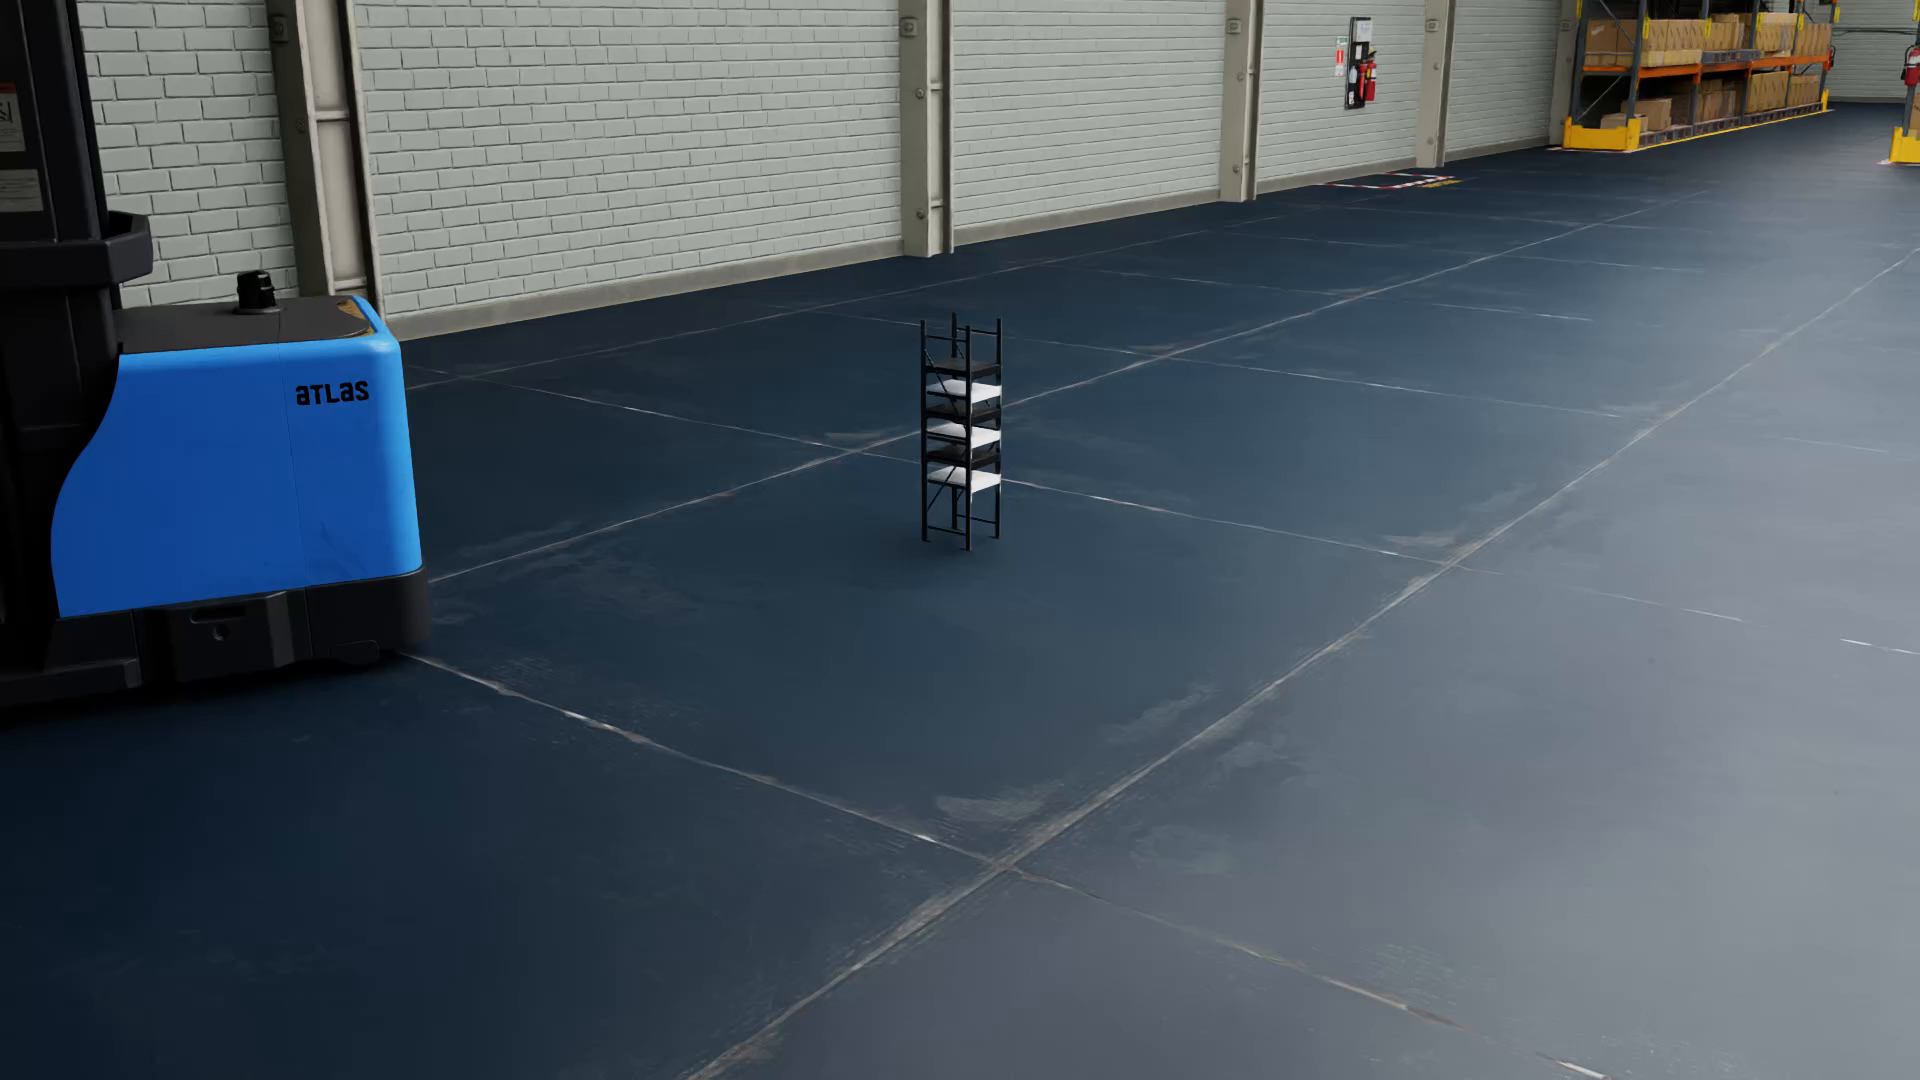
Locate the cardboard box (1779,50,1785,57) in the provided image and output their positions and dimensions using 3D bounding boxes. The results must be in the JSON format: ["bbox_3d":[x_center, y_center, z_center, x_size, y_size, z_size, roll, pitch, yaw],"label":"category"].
[{"bbox_3d":[17.454,-10.428,35.657,0.380,0.149,0.250,12,21,35],"label":"cardboard box"}]

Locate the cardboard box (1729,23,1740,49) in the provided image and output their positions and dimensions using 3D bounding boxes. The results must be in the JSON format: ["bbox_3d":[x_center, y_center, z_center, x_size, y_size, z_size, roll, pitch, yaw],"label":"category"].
[{"bbox_3d":[14.894,-9.914,32.701,0.700,0.500,0.500,10,20,30],"label":"cardboard box"}]

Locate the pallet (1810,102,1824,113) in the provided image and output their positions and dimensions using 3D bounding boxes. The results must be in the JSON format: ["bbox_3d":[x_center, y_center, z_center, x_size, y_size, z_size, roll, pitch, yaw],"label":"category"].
[{"bbox_3d":[19.830,-10.277,39.483,1.003,0.211,1.213,12,21,35],"label":"pallet"}]

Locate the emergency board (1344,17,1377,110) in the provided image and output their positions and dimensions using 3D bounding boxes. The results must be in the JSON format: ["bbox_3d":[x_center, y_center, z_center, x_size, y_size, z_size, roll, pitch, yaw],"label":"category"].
[{"bbox_3d":[5.354,-6.311,22.009,0.194,1.169,0.643,12,21,35],"label":"emergency board"}]

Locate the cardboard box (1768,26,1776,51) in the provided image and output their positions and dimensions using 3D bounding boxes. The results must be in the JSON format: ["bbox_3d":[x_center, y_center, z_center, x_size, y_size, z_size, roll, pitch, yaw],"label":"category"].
[{"bbox_3d":[16.588,-10.419,34.532,0.500,0.500,0.500,12,21,34],"label":"cardboard box"}]

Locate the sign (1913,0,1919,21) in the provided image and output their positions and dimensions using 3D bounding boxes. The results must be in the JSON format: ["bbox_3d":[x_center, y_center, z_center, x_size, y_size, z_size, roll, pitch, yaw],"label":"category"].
[{"bbox_3d":[14.263,-7.893,24.752,0.100,0.325,0.005,12,21,35],"label":"sign"}]

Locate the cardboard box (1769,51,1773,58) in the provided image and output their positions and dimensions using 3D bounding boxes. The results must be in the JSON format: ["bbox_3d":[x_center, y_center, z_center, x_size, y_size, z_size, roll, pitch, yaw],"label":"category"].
[{"bbox_3d":[16.926,-10.263,35.126,0.380,0.149,0.250,13,22,36],"label":"cardboard box"}]

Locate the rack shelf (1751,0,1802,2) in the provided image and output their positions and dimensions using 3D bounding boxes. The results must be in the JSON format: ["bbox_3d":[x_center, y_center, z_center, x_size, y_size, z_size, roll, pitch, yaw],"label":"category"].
[{"bbox_3d":[16.668,-11.473,34.787,1.077,0.370,4.000,12,21,35],"label":"rack shelf"}]

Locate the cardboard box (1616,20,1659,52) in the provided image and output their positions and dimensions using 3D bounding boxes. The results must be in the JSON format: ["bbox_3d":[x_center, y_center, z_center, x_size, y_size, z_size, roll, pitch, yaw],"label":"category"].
[{"bbox_3d":[11.236,-8.359,27.558,0.500,0.500,0.500,12,21,35],"label":"cardboard box"}]

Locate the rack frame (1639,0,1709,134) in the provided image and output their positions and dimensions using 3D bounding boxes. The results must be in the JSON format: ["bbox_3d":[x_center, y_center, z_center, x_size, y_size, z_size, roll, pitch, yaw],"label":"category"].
[{"bbox_3d":[13.093,-8.955,30.523,1.000,3.000,0.127,12,21,35],"label":"rack frame"}]

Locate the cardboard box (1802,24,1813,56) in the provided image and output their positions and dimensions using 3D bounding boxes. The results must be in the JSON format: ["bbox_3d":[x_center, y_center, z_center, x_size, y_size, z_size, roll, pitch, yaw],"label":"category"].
[{"bbox_3d":[18.636,-11.303,37.578,0.980,0.700,0.700,12,21,33],"label":"cardboard box"}]

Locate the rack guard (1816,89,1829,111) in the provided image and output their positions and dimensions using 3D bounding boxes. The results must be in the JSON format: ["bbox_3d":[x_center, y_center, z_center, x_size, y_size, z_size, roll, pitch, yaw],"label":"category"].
[{"bbox_3d":[20.258,-10.625,40.116,1.175,0.500,0.348,12,21,35],"label":"rack guard"}]

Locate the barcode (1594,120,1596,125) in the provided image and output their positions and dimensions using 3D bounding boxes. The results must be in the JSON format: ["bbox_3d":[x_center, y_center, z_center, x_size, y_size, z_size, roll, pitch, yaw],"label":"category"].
[{"bbox_3d":[10.884,-7.157,28.508,0.001,0.075,0.075,12,21,35],"label":"barcode"}]

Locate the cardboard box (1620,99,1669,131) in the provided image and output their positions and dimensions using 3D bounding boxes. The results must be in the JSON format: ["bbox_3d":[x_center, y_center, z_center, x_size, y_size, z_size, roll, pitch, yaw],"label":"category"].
[{"bbox_3d":[12.012,-7.469,29.212,0.700,0.500,0.500,11,20,31],"label":"cardboard box"}]

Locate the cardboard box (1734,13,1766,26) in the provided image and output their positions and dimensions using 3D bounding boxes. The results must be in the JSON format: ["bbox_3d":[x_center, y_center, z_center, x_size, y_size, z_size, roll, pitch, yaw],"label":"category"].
[{"bbox_3d":[15.972,-10.535,33.641,0.500,0.250,0.500,13,22,36],"label":"cardboard box"}]

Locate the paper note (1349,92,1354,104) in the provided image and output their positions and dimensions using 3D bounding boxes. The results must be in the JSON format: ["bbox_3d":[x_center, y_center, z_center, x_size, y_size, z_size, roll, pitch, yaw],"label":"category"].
[{"bbox_3d":[5.193,-5.860,22.043,0.016,0.148,0.142,12,21,35],"label":"paper note"}]

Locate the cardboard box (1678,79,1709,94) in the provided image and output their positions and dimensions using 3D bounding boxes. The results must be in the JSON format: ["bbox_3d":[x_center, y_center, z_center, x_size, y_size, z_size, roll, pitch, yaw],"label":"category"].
[{"bbox_3d":[14.085,-8.738,32.032,0.500,0.250,0.500,12,21,33],"label":"cardboard box"}]

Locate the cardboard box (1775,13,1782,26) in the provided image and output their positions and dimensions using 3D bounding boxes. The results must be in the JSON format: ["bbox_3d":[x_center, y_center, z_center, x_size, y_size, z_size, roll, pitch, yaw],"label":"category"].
[{"bbox_3d":[16.868,-10.899,34.813,0.500,0.250,0.500,12,21,34],"label":"cardboard box"}]

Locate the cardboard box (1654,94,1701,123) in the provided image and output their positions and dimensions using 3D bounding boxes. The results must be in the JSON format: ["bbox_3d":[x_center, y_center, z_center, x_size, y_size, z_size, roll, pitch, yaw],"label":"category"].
[{"bbox_3d":[13.519,-8.150,31.403,0.700,0.500,0.500,13,22,37],"label":"cardboard box"}]

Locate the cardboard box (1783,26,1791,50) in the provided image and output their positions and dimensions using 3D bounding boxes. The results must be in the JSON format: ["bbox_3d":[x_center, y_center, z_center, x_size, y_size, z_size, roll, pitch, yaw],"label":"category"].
[{"bbox_3d":[17.491,-10.782,35.703,0.500,0.500,0.500,13,21,35],"label":"cardboard box"}]

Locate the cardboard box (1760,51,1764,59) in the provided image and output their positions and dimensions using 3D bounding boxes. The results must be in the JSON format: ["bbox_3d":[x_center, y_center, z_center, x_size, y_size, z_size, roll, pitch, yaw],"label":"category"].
[{"bbox_3d":[16.242,-9.942,34.090,0.380,0.149,0.250,13,22,36],"label":"cardboard box"}]

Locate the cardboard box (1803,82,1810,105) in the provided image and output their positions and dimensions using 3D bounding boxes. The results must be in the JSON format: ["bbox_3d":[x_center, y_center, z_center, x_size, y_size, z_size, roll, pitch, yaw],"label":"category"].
[{"bbox_3d":[19.309,-10.397,38.671,0.700,0.500,0.500,12,21,33],"label":"cardboard box"}]

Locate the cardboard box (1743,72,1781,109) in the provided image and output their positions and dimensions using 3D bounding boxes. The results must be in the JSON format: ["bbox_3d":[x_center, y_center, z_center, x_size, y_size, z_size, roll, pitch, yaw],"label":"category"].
[{"bbox_3d":[17.050,-9.644,35.659,0.750,0.750,0.750,13,22,36],"label":"cardboard box"}]

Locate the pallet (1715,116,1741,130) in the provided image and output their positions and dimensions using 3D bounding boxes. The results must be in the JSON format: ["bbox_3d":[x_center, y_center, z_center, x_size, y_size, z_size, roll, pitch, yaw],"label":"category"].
[{"bbox_3d":[15.010,-8.390,33.406,1.003,0.211,1.213,12,21,35],"label":"pallet"}]

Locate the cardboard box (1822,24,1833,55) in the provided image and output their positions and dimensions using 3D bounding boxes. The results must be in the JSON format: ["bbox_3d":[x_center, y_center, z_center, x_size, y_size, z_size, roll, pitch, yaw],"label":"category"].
[{"bbox_3d":[19.948,-11.833,39.285,0.980,0.700,0.700,14,22,37],"label":"cardboard box"}]

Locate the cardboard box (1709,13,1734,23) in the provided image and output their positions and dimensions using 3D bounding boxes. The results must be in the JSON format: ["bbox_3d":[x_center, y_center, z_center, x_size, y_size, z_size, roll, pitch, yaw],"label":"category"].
[{"bbox_3d":[15.539,-10.619,33.913,0.500,0.250,0.500,13,22,36],"label":"cardboard box"}]

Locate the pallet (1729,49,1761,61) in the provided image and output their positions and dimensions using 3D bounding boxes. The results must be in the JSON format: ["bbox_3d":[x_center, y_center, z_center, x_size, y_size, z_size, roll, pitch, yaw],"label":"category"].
[{"bbox_3d":[15.138,-9.628,33.012,1.213,0.211,1.003,12,21,35],"label":"pallet"}]

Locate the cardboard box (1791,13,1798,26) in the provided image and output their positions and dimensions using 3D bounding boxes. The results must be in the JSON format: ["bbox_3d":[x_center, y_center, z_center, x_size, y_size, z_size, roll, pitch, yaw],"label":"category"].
[{"bbox_3d":[17.787,-11.262,35.982,0.500,0.250,0.500,13,22,36],"label":"cardboard box"}]

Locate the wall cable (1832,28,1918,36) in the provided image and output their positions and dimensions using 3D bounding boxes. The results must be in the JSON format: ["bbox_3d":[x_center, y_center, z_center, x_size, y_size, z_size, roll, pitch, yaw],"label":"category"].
[{"bbox_3d":[23.900,-14.479,43.432,3.097,2.526,0.112,12,21,35],"label":"wall cable"}]

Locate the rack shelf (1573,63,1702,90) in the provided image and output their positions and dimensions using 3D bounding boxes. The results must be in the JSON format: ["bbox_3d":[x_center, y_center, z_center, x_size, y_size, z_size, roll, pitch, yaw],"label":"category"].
[{"bbox_3d":[11.902,-8.135,29.096,1.077,0.370,4.000,12,21,35],"label":"rack shelf"}]

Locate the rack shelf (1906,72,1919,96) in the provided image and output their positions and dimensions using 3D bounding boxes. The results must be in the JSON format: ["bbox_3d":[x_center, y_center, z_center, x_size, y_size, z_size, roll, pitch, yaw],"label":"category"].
[{"bbox_3d":[15.882,-7.261,26.280,1.077,0.370,4.000,12,21,35],"label":"rack shelf"}]

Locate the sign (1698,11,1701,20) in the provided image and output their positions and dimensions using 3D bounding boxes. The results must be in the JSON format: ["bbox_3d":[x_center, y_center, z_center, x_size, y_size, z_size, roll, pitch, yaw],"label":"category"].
[{"bbox_3d":[15.029,-10.558,33.733,0.100,0.325,0.005,12,21,35],"label":"sign"}]

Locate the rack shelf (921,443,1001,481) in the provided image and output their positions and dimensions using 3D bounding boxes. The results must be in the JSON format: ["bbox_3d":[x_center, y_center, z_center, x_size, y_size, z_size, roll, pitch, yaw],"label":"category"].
[{"bbox_3d":[0.005,-0.314,6.653,0.258,0.077,0.200,12,21,35],"label":"rack shelf"}]

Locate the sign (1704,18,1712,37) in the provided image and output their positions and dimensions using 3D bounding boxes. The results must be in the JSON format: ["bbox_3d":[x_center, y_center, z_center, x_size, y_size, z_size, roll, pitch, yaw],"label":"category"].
[{"bbox_3d":[13.534,-9.274,30.092,0.100,0.325,0.005,12,21,35],"label":"sign"}]

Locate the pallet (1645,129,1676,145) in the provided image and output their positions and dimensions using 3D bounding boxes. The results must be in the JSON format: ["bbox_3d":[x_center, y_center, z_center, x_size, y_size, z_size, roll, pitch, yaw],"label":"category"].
[{"bbox_3d":[11.995,-7.165,29.462,1.003,0.211,1.213,12,21,35],"label":"pallet"}]

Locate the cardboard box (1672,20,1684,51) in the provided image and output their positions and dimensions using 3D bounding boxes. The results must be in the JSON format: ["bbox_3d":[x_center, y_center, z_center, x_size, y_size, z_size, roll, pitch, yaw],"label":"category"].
[{"bbox_3d":[12.149,-8.722,28.727,0.500,0.500,0.500,13,22,36],"label":"cardboard box"}]

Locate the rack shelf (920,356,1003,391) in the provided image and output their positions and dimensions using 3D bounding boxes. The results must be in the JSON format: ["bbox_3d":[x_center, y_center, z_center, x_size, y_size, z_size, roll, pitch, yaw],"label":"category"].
[{"bbox_3d":[0.005,-0.658,6.546,0.258,0.077,0.200,12,21,35],"label":"rack shelf"}]

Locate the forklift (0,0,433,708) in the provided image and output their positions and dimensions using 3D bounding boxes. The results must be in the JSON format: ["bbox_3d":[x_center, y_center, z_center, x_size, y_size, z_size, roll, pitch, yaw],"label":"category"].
[{"bbox_3d":[-3.301,-0.952,4.866,3.031,2.935,1.130,-8,19,-23],"label":"forklift"}]

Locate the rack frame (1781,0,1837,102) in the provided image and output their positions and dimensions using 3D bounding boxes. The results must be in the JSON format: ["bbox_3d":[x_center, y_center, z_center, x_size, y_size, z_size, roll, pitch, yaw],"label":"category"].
[{"bbox_3d":[20.243,-11.813,39.727,1.000,3.000,0.127,12,21,35],"label":"rack frame"}]

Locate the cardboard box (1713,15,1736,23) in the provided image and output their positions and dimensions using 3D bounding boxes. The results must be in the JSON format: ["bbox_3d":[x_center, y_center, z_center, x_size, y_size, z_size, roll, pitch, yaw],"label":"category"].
[{"bbox_3d":[15.115,-10.309,32.878,0.380,0.149,0.250,9,19,26],"label":"cardboard box"}]

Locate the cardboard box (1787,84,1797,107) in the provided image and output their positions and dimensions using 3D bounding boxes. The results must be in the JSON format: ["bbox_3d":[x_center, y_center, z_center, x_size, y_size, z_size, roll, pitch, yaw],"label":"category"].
[{"bbox_3d":[18.388,-10.027,37.483,0.700,0.500,0.500,13,21,35],"label":"cardboard box"}]

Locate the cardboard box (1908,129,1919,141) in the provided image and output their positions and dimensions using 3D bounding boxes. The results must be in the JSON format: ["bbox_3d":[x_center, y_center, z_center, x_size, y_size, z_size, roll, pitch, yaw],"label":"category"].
[{"bbox_3d":[14.773,-6.195,25.564,0.500,0.250,0.500,12,21,35],"label":"cardboard box"}]

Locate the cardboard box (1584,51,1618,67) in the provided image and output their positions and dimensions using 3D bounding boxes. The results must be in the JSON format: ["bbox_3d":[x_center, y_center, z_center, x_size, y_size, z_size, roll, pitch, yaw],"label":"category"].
[{"bbox_3d":[10.833,-8.086,27.943,0.500,0.250,0.500,13,21,35],"label":"cardboard box"}]

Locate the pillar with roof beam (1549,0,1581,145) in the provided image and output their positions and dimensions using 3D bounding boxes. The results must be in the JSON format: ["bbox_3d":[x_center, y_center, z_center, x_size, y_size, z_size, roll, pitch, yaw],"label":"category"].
[{"bbox_3d":[13.890,-10.426,25.145,9.100,9.000,0.400,12,21,35],"label":"pillar with roof beam"}]

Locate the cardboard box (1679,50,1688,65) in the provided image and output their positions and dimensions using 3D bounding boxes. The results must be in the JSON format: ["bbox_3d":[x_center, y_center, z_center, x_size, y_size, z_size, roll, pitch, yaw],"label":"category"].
[{"bbox_3d":[12.464,-8.487,29.235,0.500,0.250,0.500,12,21,34],"label":"cardboard box"}]

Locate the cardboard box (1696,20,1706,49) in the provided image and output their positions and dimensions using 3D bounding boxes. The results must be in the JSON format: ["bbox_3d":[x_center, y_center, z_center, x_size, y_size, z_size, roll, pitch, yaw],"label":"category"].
[{"bbox_3d":[13.060,-9.084,29.893,0.500,0.500,0.500,12,21,35],"label":"cardboard box"}]

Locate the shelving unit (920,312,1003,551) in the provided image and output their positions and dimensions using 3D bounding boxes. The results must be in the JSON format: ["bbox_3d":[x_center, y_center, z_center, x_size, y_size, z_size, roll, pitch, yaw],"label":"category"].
[{"bbox_3d":[0.005,-0.432,6.617,0.258,0.900,0.210,12,21,35],"label":"shelving unit"}]

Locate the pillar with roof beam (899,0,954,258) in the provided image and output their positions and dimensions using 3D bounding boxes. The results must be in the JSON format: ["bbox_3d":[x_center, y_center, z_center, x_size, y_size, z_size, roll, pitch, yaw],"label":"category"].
[{"bbox_3d":[3.165,-6.139,11.339,9.100,9.000,0.400,12,21,35],"label":"pillar with roof beam"}]

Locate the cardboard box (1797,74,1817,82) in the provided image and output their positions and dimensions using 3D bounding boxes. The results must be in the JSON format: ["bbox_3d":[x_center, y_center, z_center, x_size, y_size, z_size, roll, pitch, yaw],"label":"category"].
[{"bbox_3d":[19.825,-10.822,38.947,0.380,0.149,0.250,13,22,36],"label":"cardboard box"}]

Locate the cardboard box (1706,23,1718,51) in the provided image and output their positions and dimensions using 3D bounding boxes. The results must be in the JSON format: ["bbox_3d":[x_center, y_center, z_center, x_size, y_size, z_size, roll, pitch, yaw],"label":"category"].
[{"bbox_3d":[13.763,-9.460,31.238,0.700,0.500,0.500,15,23,40],"label":"cardboard box"}]

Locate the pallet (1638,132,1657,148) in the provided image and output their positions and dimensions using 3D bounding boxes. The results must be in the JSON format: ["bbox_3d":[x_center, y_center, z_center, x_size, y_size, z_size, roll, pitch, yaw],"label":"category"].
[{"bbox_3d":[11.268,-6.876,28.530,1.003,0.211,1.213,12,21,35],"label":"pallet"}]

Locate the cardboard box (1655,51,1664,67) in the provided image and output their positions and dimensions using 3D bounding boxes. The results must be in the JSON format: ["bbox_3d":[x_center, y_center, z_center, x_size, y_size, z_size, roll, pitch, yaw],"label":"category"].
[{"bbox_3d":[11.554,-8.127,28.074,0.500,0.250,0.500,12,21,33],"label":"cardboard box"}]

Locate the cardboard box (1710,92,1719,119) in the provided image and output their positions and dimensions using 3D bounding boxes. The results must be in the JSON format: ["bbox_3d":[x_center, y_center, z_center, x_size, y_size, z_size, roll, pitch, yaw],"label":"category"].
[{"bbox_3d":[14.416,-8.518,32.588,0.700,0.500,0.500,12,21,34],"label":"cardboard box"}]
